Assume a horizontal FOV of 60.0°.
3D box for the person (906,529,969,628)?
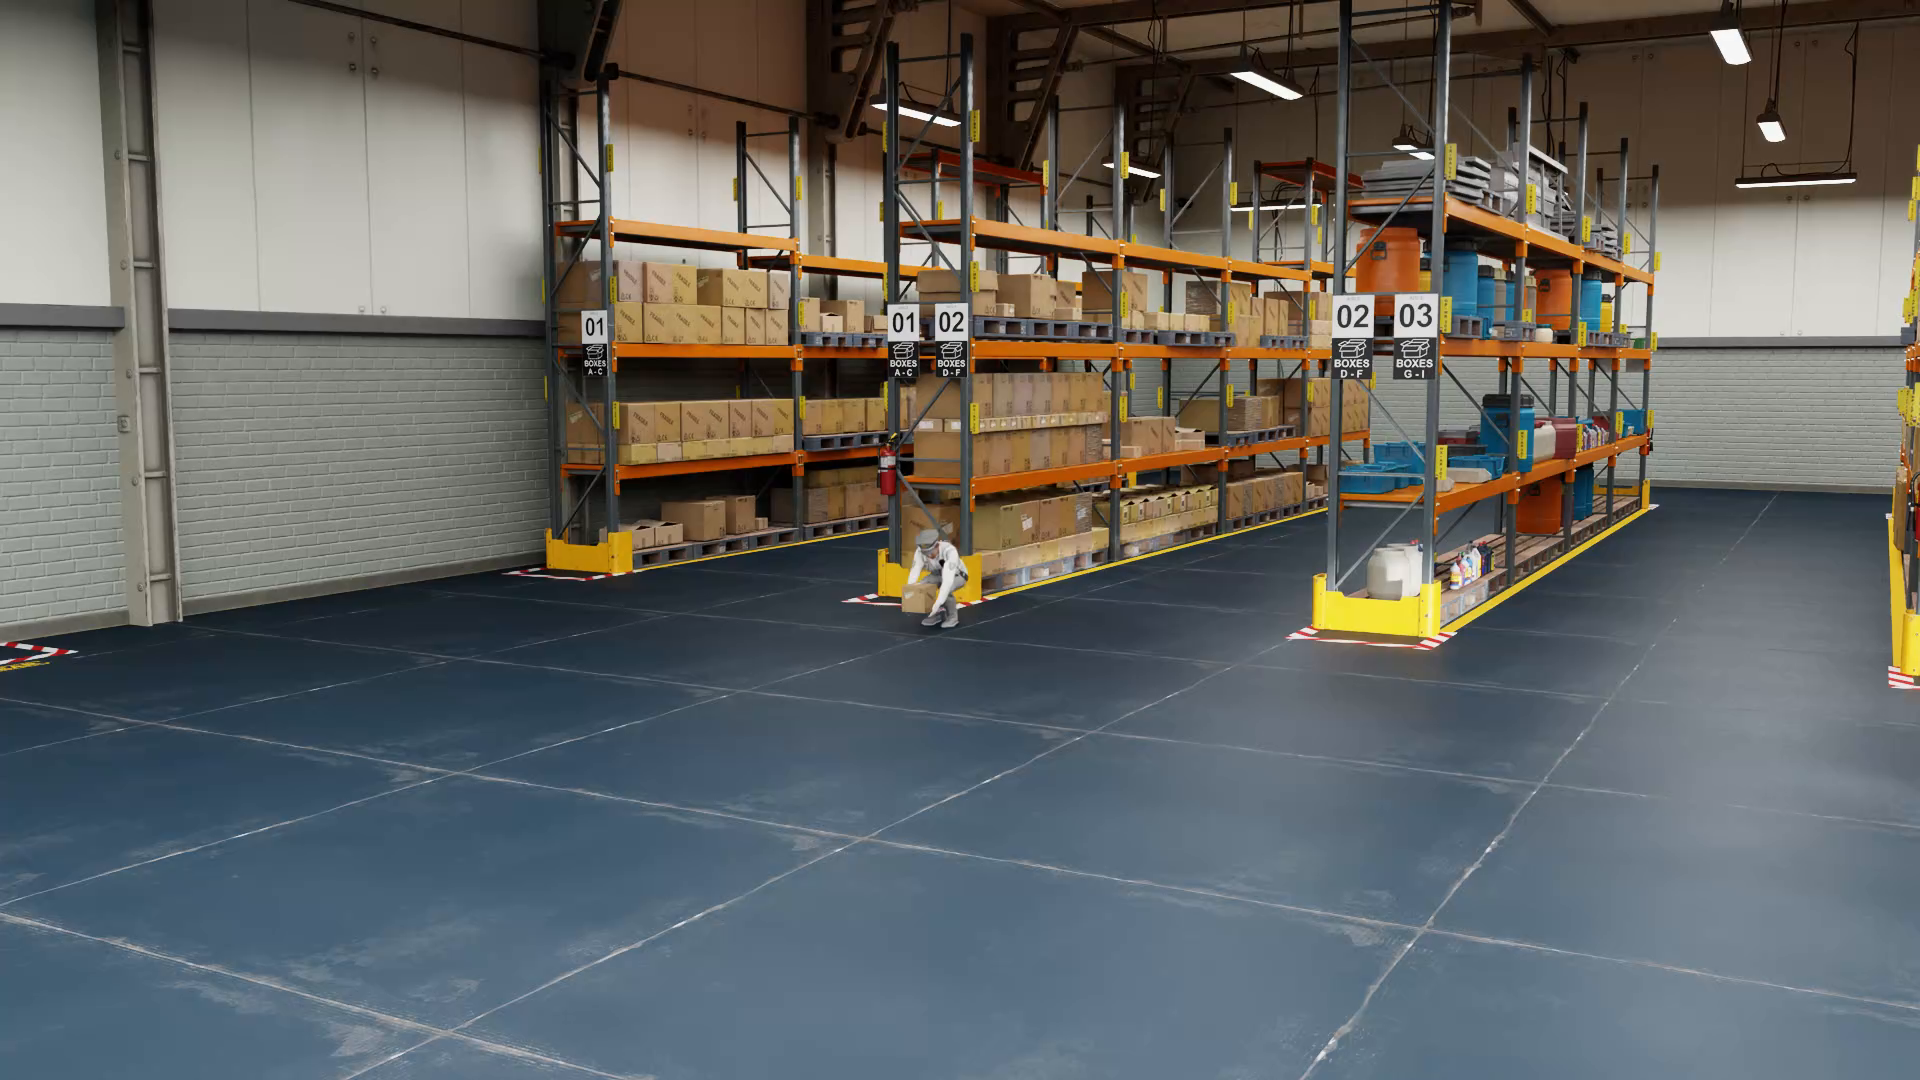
[{"bbox_3d":[-0.204,0.364,16.203,0.493,0.984,0.815,3,7,28],"label":"person"}]
